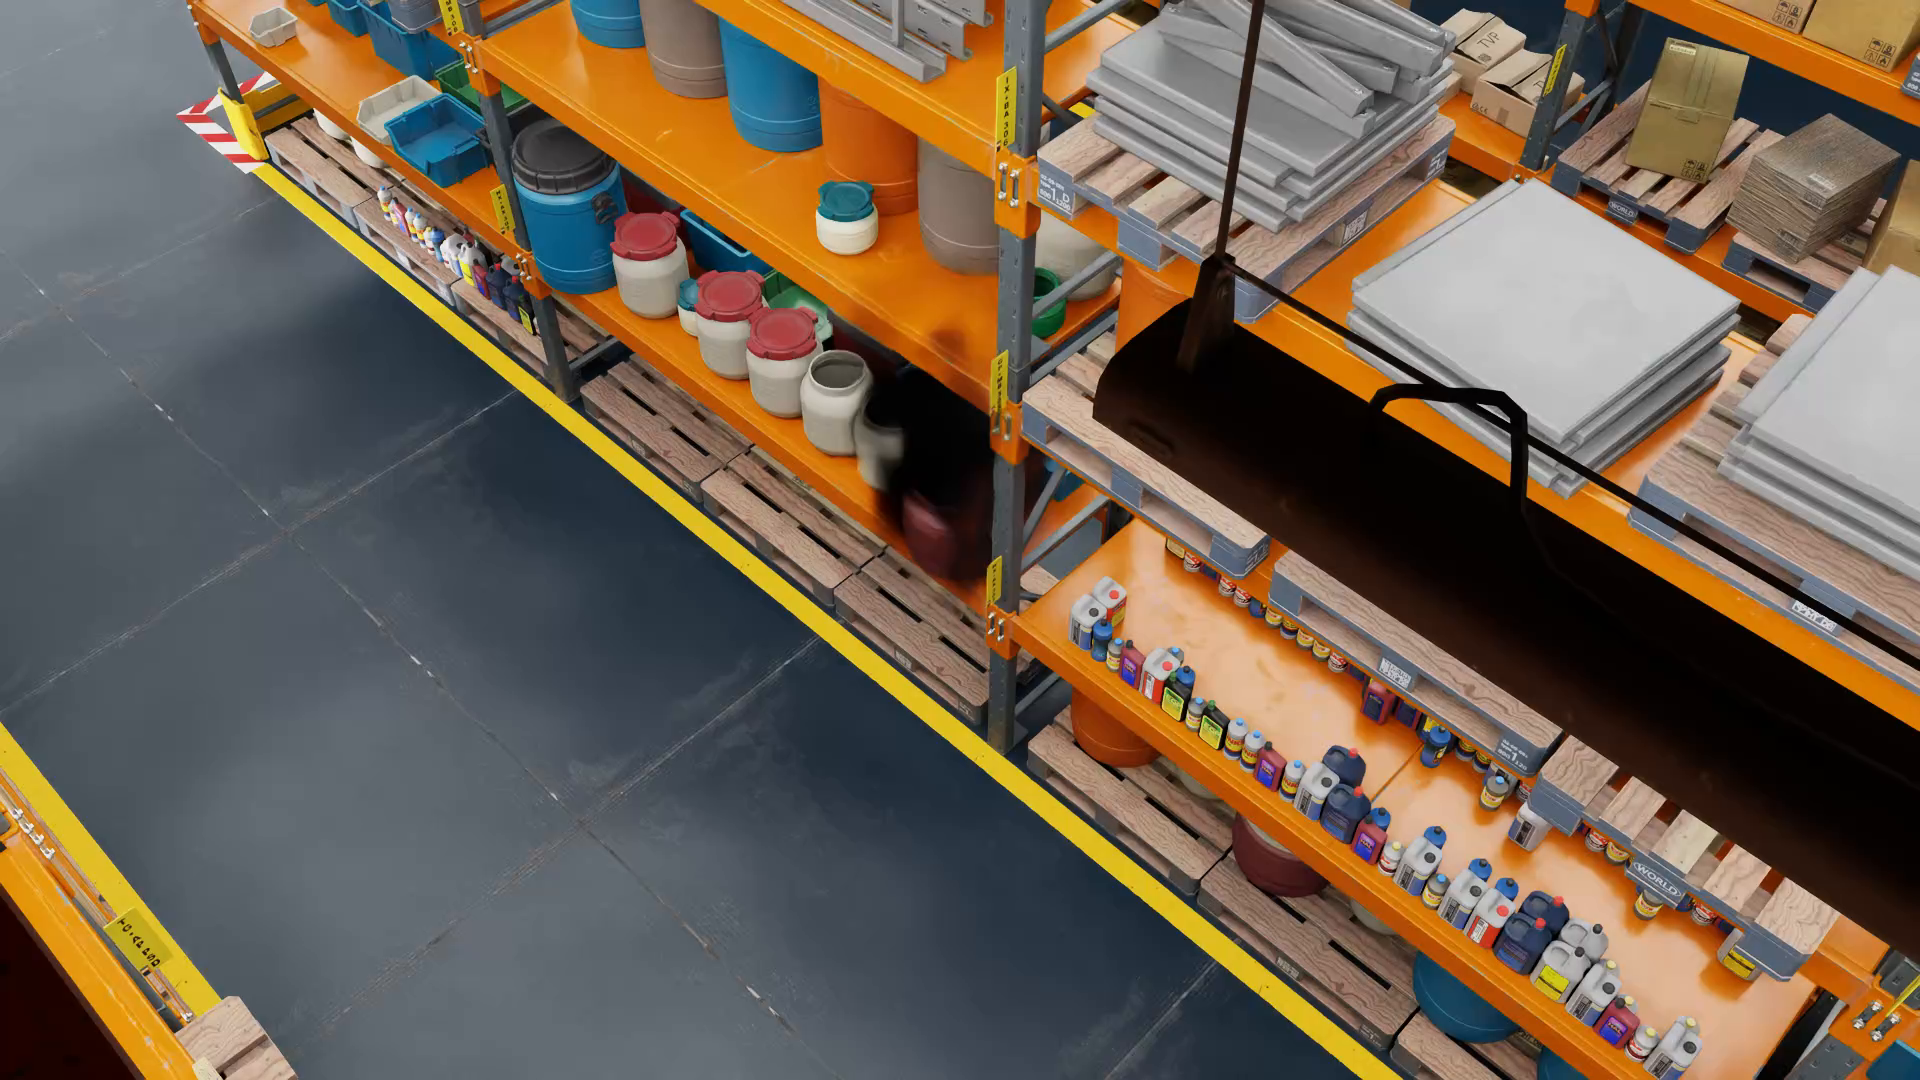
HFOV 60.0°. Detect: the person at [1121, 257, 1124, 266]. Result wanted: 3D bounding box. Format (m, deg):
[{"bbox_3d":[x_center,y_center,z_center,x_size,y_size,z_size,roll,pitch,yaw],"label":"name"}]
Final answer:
[{"bbox_3d":[1.145,-2.220,10.800,0.740,1.679,0.563,33,58,25],"label":"person"}]
